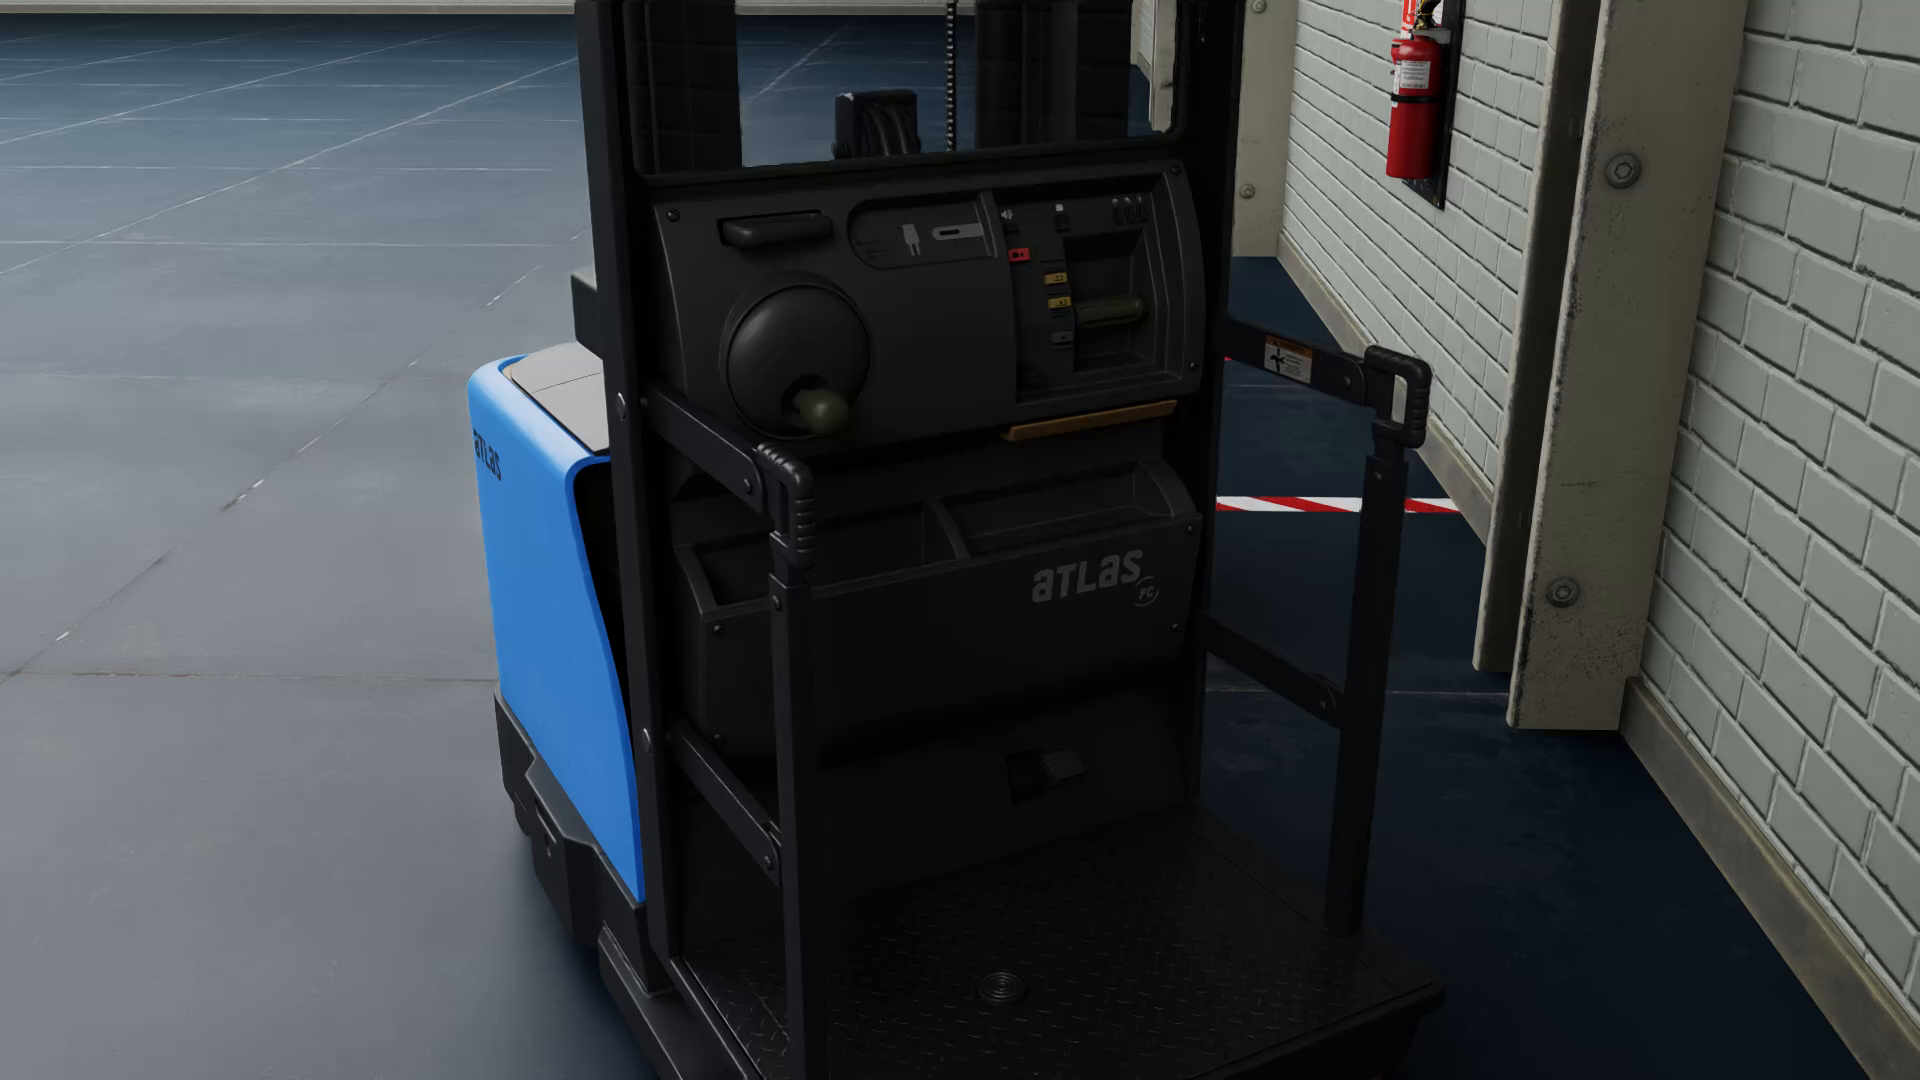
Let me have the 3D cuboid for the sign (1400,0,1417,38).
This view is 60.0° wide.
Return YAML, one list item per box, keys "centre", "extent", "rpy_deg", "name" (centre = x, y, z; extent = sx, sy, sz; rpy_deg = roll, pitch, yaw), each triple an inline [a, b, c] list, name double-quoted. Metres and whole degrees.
- centre: [1.812, -2.092, 6.725]
  extent: [0.001, 0.329, 0.234]
  rpy_deg: [1, 21, 2]
  name: "sign"

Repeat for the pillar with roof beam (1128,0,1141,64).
- centre: [-2.176, -10.336, 19.728]
  extent: [9.100, 9.000, 0.400]
  rpy_deg: [1, 21, 2]
  name: "pillar with roof beam"

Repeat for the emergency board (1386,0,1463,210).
- centre: [1.692, -1.877, 6.219]
  extent: [0.194, 1.169, 0.643]
  rpy_deg: [1, 21, 2]
  name: "emergency board"

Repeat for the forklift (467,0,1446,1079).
- centre: [0.090, -0.369, 2.429]
  extent: [1.130, 2.935, 3.031]
  rpy_deg: [-11, 24, -27]
  name: "forklift"

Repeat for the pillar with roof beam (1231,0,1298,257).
- centre: [-2.541, -5.997, 8.546]
  extent: [9.100, 9.000, 0.400]
  rpy_deg: [1, 21, 2]
  name: "pillar with roof beam"

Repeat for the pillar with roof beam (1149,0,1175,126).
- centre: [-2.359, -8.167, 14.137]
  extent: [9.100, 9.000, 0.400]
  rpy_deg: [1, 21, 2]
  name: "pillar with roof beam"

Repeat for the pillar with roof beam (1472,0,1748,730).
- centre: [-2.724, -3.828, 2.955]
  extent: [9.100, 9.000, 0.400]
  rpy_deg: [1, 21, 2]
  name: "pillar with roof beam"
